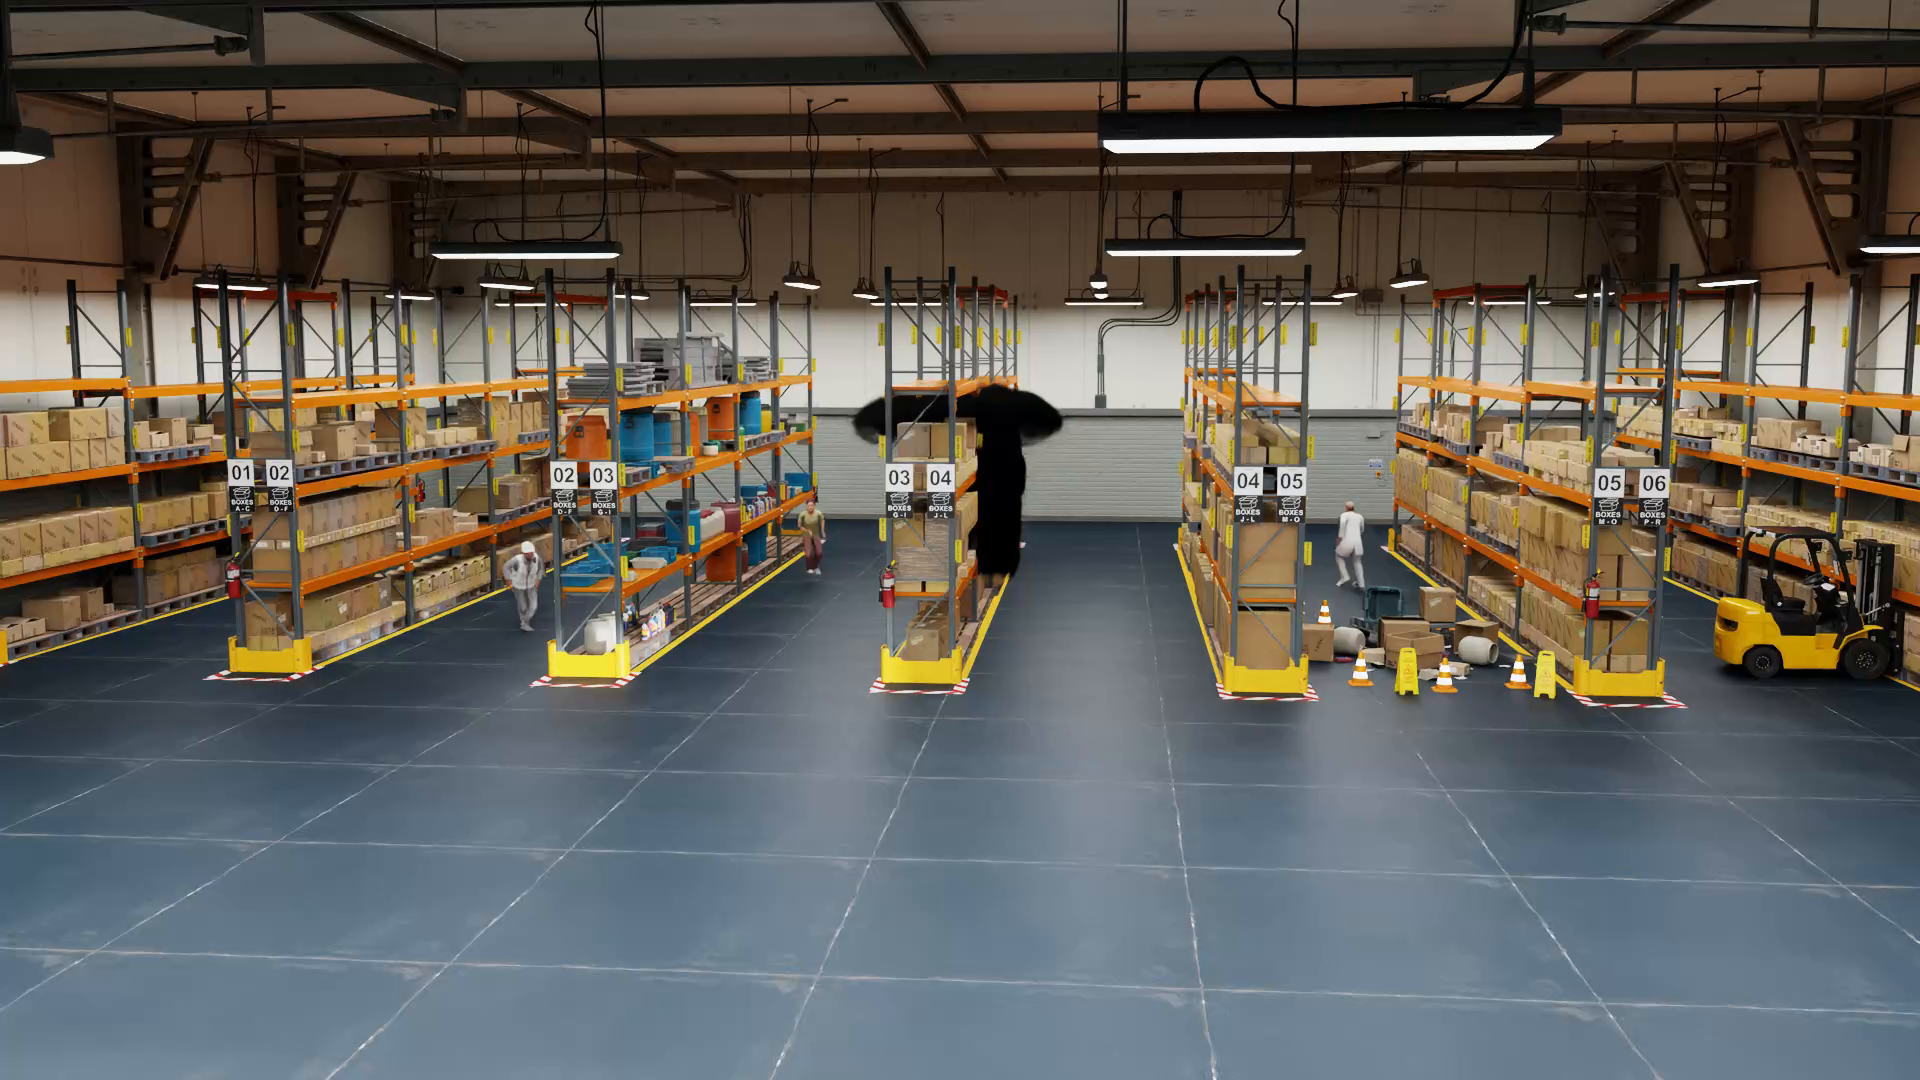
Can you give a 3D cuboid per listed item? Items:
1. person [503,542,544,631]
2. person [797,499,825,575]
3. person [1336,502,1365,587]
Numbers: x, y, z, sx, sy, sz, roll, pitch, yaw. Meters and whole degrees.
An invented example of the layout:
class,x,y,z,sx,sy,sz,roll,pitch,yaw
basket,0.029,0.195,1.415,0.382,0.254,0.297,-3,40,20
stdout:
class,x,y,z,sx,sy,sz,roll,pitch,yaw
person,-7.429,0.792,28.327,0.678,1.582,0.879,-3,8,-26
person,-2.965,-0.053,33.190,0.567,1.562,0.670,-2,7,-13
person,7.861,0.100,33.445,0.695,1.723,1.032,-1,7,-11
